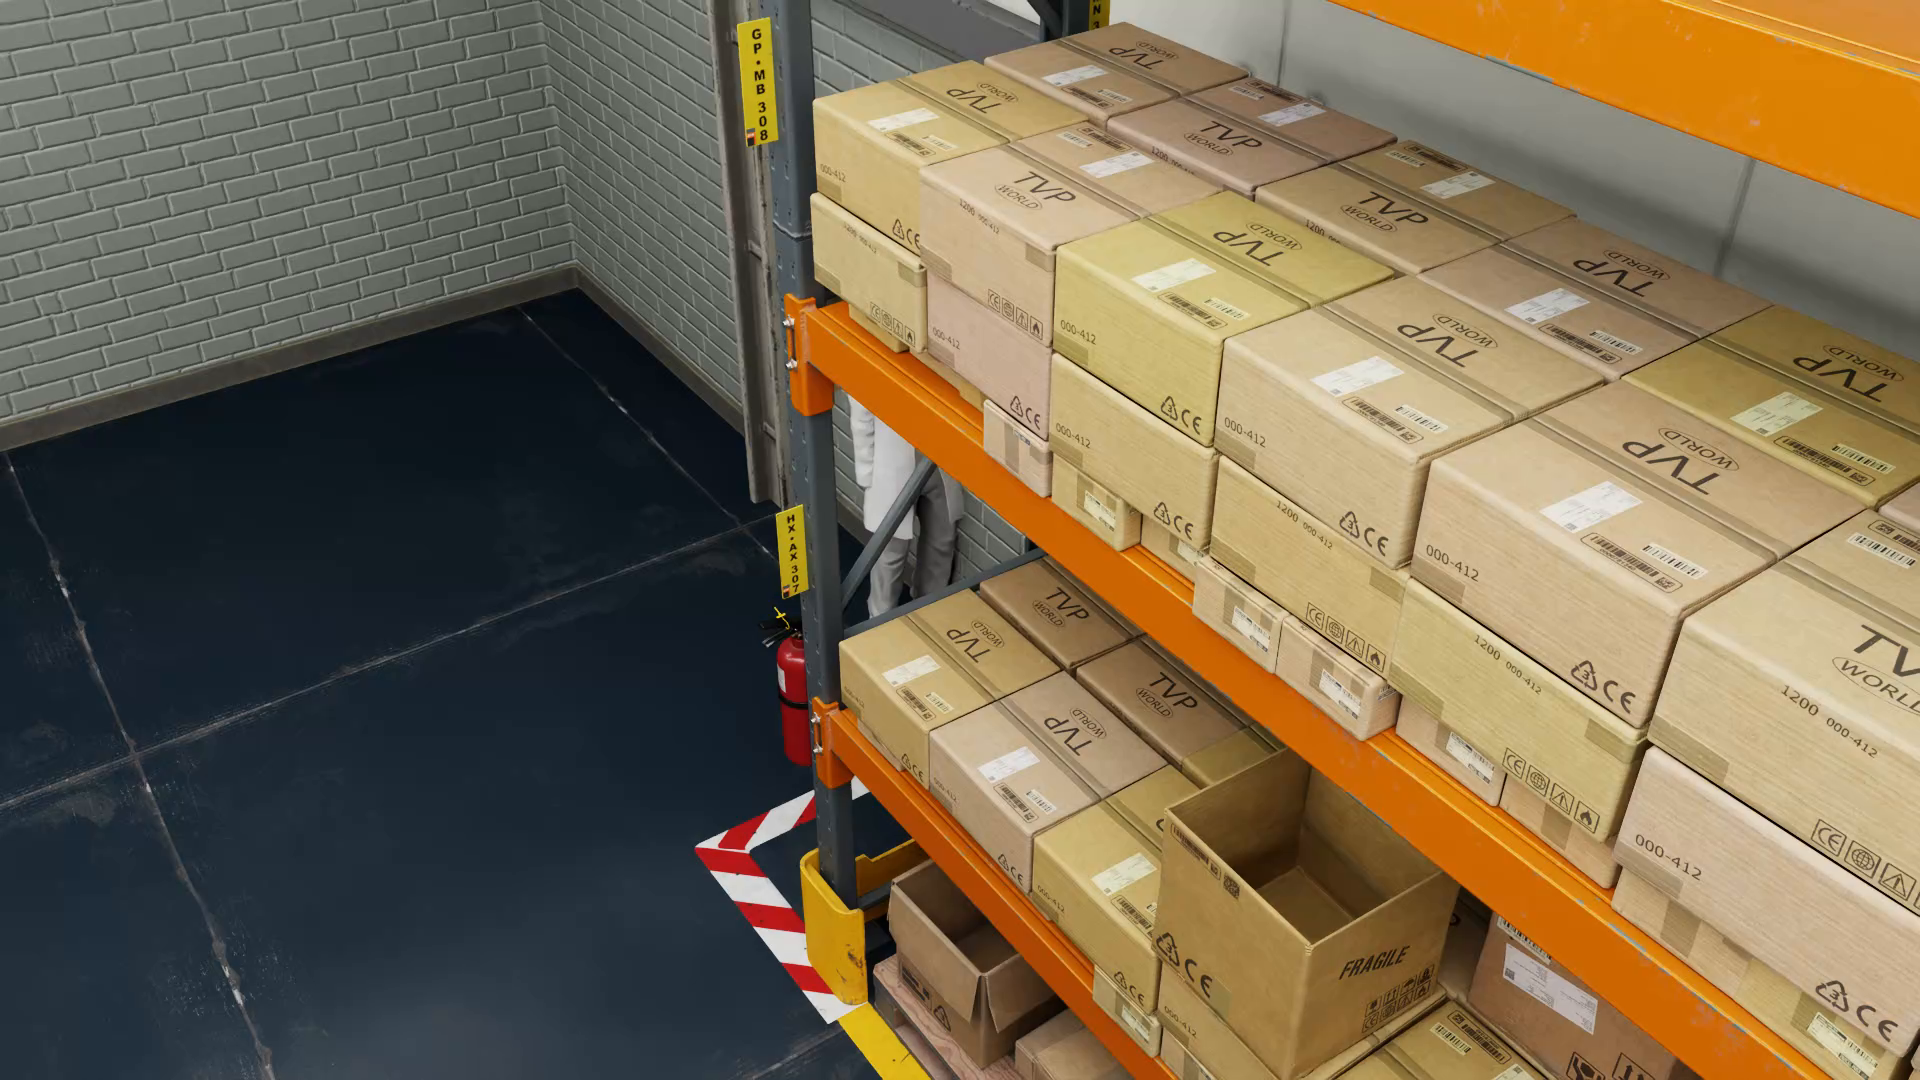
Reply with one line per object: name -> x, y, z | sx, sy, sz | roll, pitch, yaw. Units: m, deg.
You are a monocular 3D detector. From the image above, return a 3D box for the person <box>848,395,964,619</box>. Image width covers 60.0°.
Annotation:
person -> -0.194, -0.303, 7.438 | 0.562, 1.776, 0.381 | -17, 39, -22
